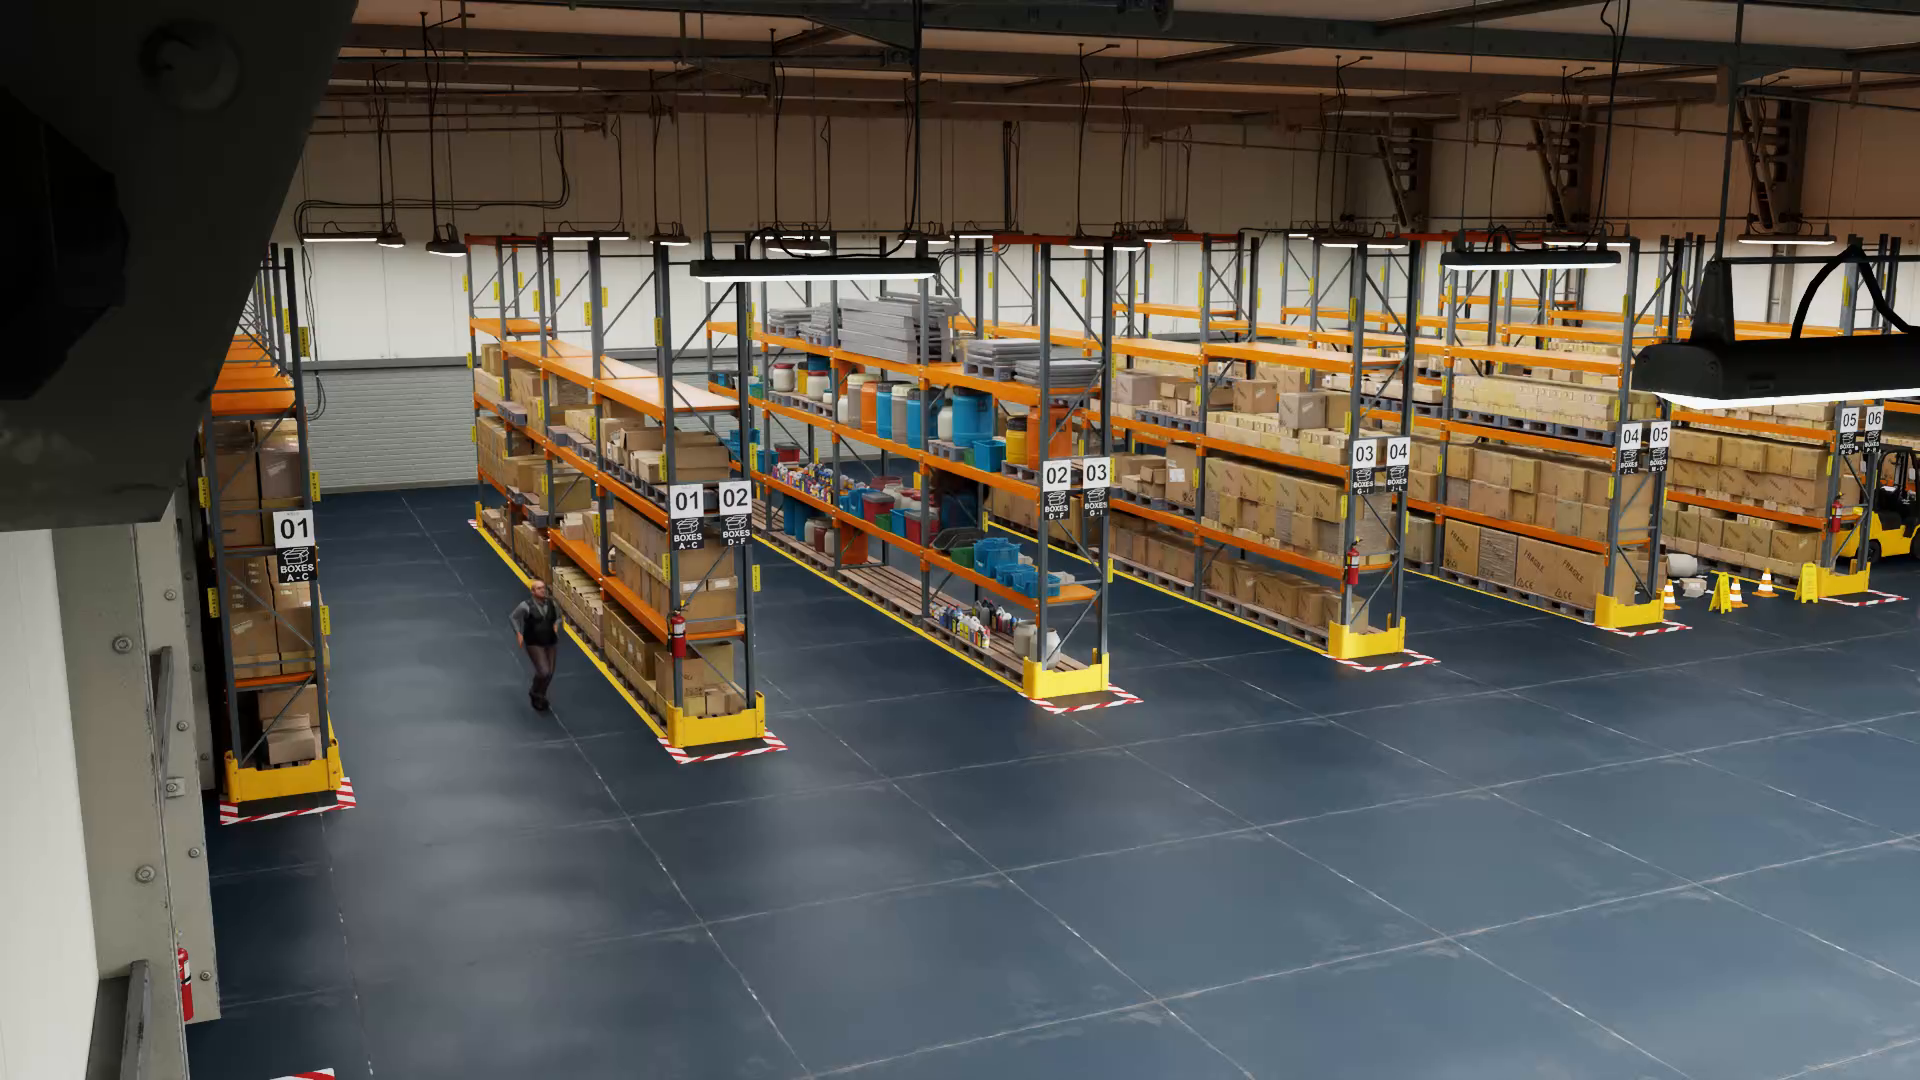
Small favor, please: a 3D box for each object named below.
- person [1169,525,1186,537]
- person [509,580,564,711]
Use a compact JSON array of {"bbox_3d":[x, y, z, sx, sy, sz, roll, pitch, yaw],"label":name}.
[{"bbox_3d":[4.278,-0.714,32.503,0.589,1.635,0.802,-5,12,-26],"label":"person"},{"bbox_3d":[-5.421,1.370,21.559,0.633,1.703,0.683,-10,15,-41],"label":"person"}]
